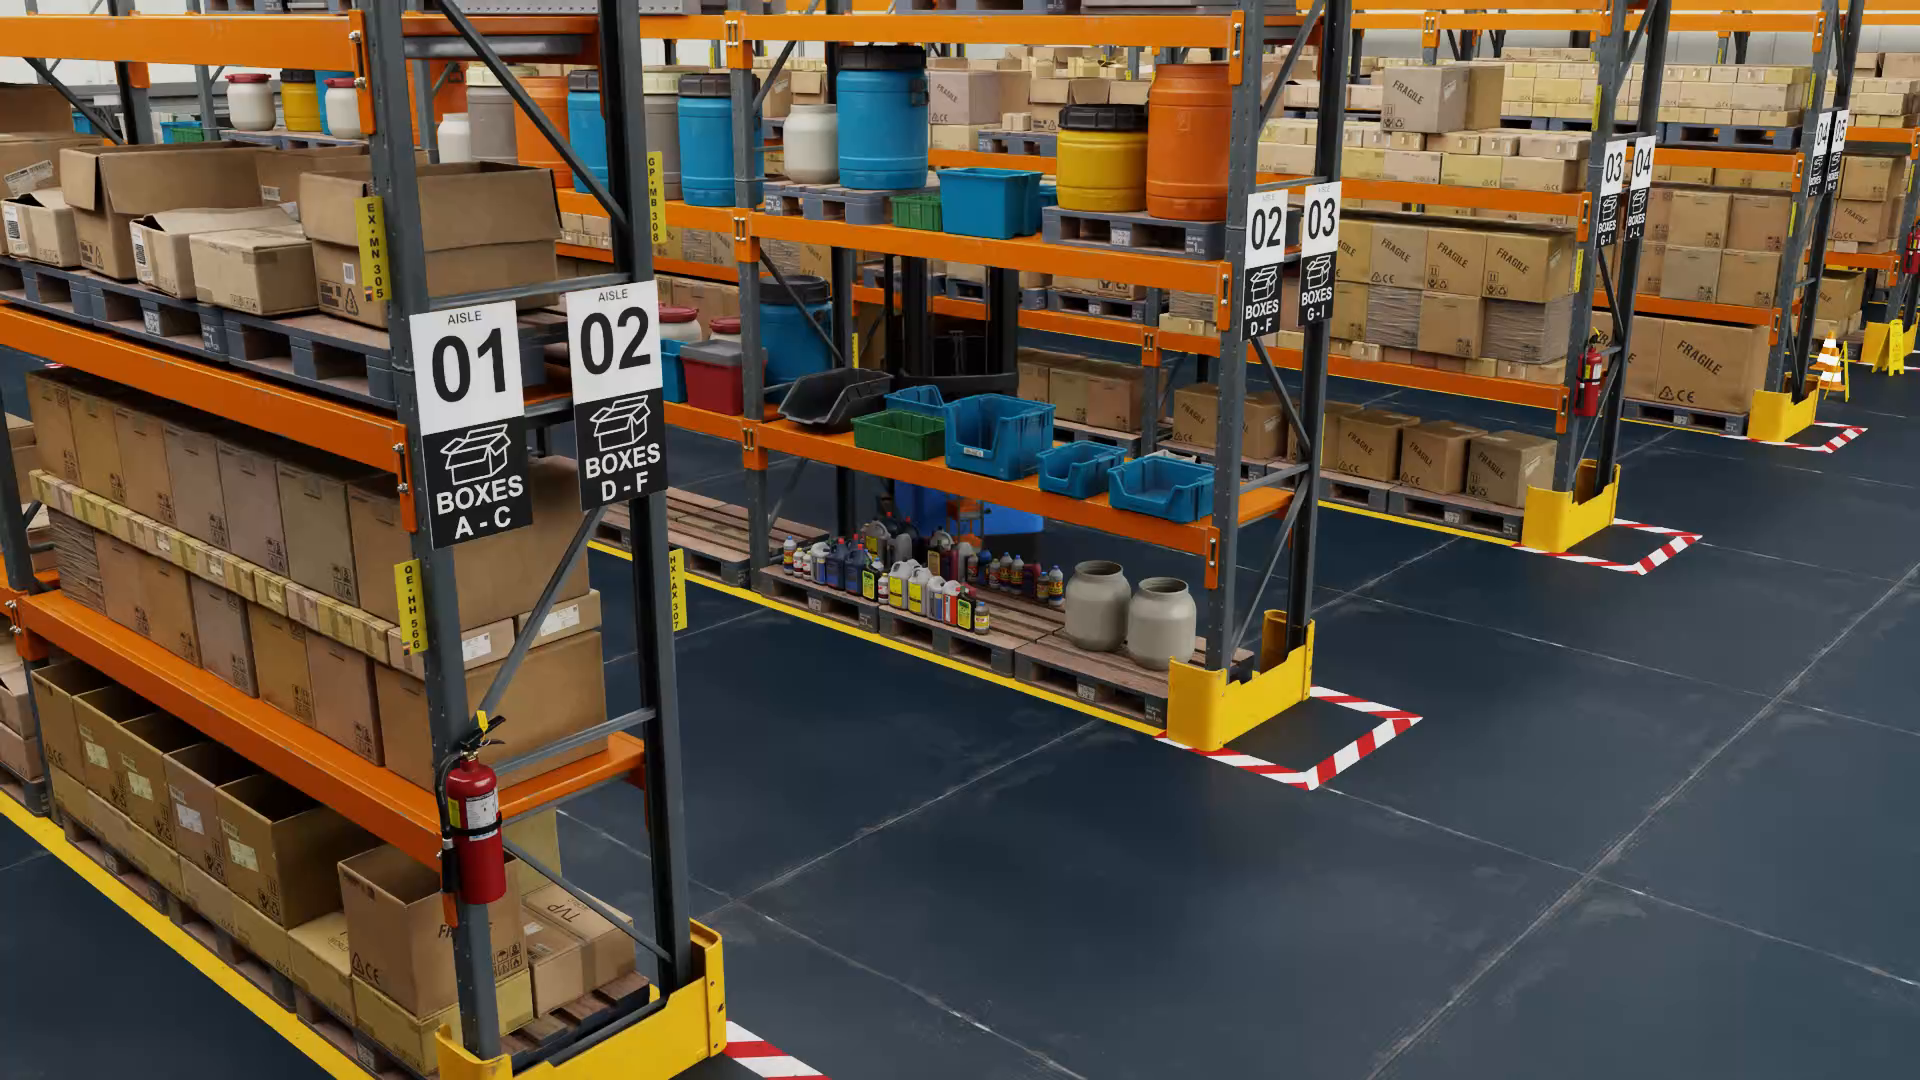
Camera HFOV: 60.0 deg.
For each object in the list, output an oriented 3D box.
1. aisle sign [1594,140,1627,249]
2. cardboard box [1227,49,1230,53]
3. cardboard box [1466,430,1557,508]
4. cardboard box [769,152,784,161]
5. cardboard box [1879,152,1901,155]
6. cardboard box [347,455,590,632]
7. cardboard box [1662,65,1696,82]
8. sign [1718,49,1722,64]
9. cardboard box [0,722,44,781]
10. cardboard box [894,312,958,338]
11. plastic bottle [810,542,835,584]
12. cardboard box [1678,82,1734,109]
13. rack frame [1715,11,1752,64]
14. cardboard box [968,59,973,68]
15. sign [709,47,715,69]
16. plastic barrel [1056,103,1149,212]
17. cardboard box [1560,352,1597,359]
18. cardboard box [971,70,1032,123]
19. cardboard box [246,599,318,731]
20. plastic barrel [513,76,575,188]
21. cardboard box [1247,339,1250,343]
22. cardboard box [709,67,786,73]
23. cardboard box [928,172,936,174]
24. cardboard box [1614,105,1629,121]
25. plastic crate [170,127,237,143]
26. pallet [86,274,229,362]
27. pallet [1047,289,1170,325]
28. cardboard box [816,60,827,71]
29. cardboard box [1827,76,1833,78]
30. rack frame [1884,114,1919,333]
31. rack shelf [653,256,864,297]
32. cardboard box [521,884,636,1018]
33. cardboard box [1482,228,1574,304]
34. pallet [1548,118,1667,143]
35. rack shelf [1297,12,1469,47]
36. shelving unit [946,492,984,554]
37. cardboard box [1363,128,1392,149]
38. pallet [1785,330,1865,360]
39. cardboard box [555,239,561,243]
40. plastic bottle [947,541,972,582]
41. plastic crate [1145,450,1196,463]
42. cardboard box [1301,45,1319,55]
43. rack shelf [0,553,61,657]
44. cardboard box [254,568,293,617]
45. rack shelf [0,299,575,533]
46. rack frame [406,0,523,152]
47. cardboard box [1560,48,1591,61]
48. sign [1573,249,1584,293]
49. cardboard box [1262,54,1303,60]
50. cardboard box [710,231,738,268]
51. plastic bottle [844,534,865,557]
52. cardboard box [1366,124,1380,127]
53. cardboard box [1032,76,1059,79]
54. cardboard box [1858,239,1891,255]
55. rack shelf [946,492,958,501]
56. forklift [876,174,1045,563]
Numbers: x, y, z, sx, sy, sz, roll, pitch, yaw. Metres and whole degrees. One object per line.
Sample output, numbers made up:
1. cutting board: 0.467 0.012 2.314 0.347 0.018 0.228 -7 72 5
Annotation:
1. aisle sign: 4.943 -2.626 12.629 0.004 0.787 0.394 15 23 39
2. cardboard box: 5.068 -9.127 31.384 0.500 0.250 0.500 15 23 38
3. cardboard box: 4.640 -0.605 13.997 0.500 0.500 0.500 -13 22 -36
4. cardboard box: -2.588 -6.088 25.526 0.500 0.500 0.500 14 23 38
5. cardboard box: 13.956 -5.733 24.987 0.250 0.149 0.380 14 23 38
6. cardboard box: -1.863 0.000 6.342 0.500 0.500 0.700 15 23 39
7. cardboard box: 7.228 -4.702 16.747 0.250 0.149 0.380 15 23 39
8. sign: 11.621 -7.338 25.440 0.005 0.325 0.100 15 23 39
9. cardboard box: -4.977 1.063 9.155 0.500 0.250 0.500 15 23 39
10. cardboard box: -0.367 -2.321 18.133 0.500 0.250 0.500 16 24 41
11. plastic bottle: -0.976 0.161 11.922 0.135 0.276 0.152 16 24 41
12. cardboard box: 7.538 -4.453 16.621 0.500 0.250 0.500 15 23 39
13. rack frame: 11.974 -8.496 25.505 0.127 3.000 1.000 15 23 39
14. cardboard box: 0.103 -8.458 29.733 0.500 0.250 0.500 13 21 34
15. sign: -3.864 -7.505 25.898 0.005 0.325 0.100 15 23 39
16. plastic barrel: 0.871 -2.266 9.830 0.600 0.588 0.600 0 18 0
17. cardboard box: 5.041 -1.459 13.664 0.250 0.149 0.380 15 23 39
18. cardboard box: 0.386 -4.546 17.028 0.500 0.500 0.500 16 23 40
19. cardboard box: -2.587 0.424 7.152 0.500 0.500 0.700 15 23 40
20. plastic barrel: -3.216 -3.242 13.199 0.708 0.830 0.600 15 23 39
21. cardboard box: 2.642 -1.894 15.037 0.250 0.149 0.380 15 23 39
22. cardboard box: -2.430 -5.158 19.081 0.637 0.503 0.797 15 23 39
23. cardboard box: -0.310 -5.105 23.475 0.250 0.149 0.380 16 24 41
24. cardboard box: 6.849 -4.423 17.187 0.250 0.149 0.380 15 23 40
25. plastic crate: -7.685 -4.101 16.968 0.662 0.188 0.450 15 23 39
26. pallet: -2.911 -1.007 7.013 1.213 0.211 1.003 15 23 39
27. pallet: 1.629 -2.365 16.423 1.213 0.211 1.003 15 23 39
28. cardboard box: -1.912 -7.020 24.576 0.250 0.149 0.380 15 23 39
29. cardboard box: 10.811 -5.723 20.825 0.250 0.149 0.380 15 23 39
30. rack frame: 11.674 -3.709 20.341 0.127 3.000 1.000 15 23 39
31. rack shelf: -2.384 -3.132 19.711 4.000 0.370 1.077 15 23 39
32. cardboard box: -1.736 1.726 7.066 0.500 0.250 0.500 15 23 39
33. cardboard box: 4.520 -2.188 13.236 0.500 0.500 0.500 15 23 39
34. pallet: 6.985 -4.348 17.541 1.213 0.211 1.003 15 23 39
35. rack shelf: 3.976 -6.100 19.806 4.000 0.370 1.077 15 23 39
36. shelving unit: 0.038 -0.180 12.434 0.215 1.050 0.252 -6 18 -20
37. cardboard box: 3.538 -3.329 13.772 0.250 0.149 0.380 14 22 37
38. pallet: 11.033 -2.566 21.350 1.213 0.211 1.003 15 23 39
39. cardboard box: -5.095 -3.950 21.516 0.250 0.149 0.380 16 23 40
40. plastic bottle: -0.007 0.140 11.988 0.135 0.276 0.152 16 23 40
41. plastic crate: 1.352 -0.473 10.580 0.250 0.136 0.298 15 23 39
42. cardboard box: 6.484 -9.048 30.583 0.258 0.266 0.396 15 23 39
43. rack shelf: -5.970 -0.088 10.121 4.000 0.370 1.077 15 23 39
44. cardboard box: -2.666 0.176 6.861 0.250 0.149 0.380 16 24 41
45. rack shelf: -2.979 -0.715 7.136 4.000 0.370 1.077 15 23 39
46. rack frame: -4.176 -4.812 13.899 0.127 3.000 1.000 15 23 39
47. cardboard box: 10.123 -7.760 27.119 0.500 0.500 0.500 16 23 41
48. sign: 4.712 -2.048 12.670 0.005 0.325 0.100 15 23 39
49. cardboard box: 4.823 -7.149 25.360 0.500 0.500 0.700 14 22 37
50. cardboard box: -2.561 -3.471 19.426 0.500 0.500 0.500 16 23 40
51. plastic bottle: -0.760 0.127 11.906 0.185 0.351 0.144 15 23 39
52. cardboard box: 3.671 -3.481 14.252 0.250 0.149 0.380 14 22 37
53. cardboard box: 1.130 -5.909 22.147 0.500 0.500 0.500 15 23 39
54. cardboard box: 11.252 -3.616 20.463 0.250 0.149 0.380 16 24 41
55. rack shelf: 0.036 -0.442 12.356 0.215 0.259 0.240 -6 18 -20
56. forklift: -0.116 -1.583 13.754 1.130 2.935 3.031 -3 18 -10
